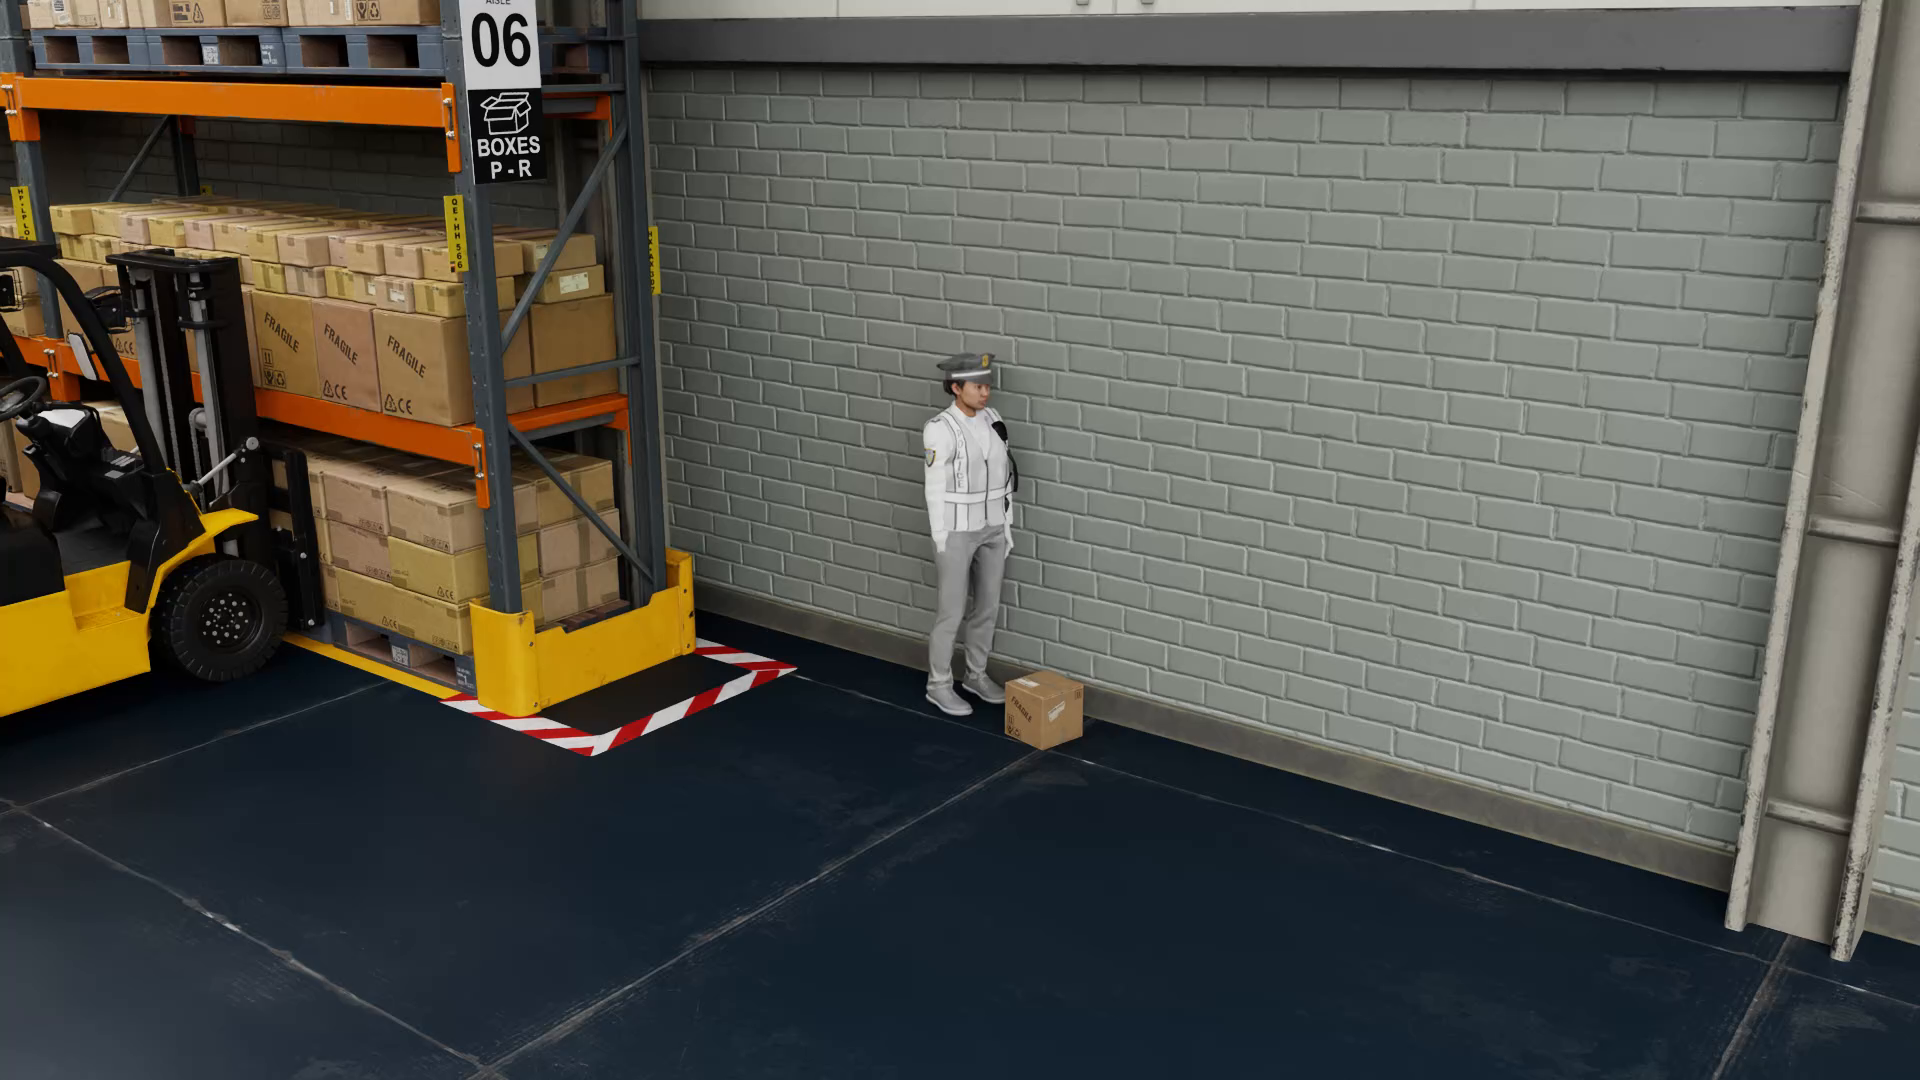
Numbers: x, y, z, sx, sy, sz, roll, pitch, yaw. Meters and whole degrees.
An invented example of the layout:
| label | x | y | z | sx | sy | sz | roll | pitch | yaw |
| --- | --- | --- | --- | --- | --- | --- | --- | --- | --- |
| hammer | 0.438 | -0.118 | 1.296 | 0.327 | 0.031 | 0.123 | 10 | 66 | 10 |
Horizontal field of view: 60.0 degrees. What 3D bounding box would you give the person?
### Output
| label | x | y | z | sx | sy | sz | roll | pitch | yaw |
| --- | --- | --- | --- | --- | --- | --- | --- | --- | --- |
| person | 0.056 | -0.038 | 7.648 | 0.465 | 1.676 | 0.337 | -13 | 21 | -37 |
